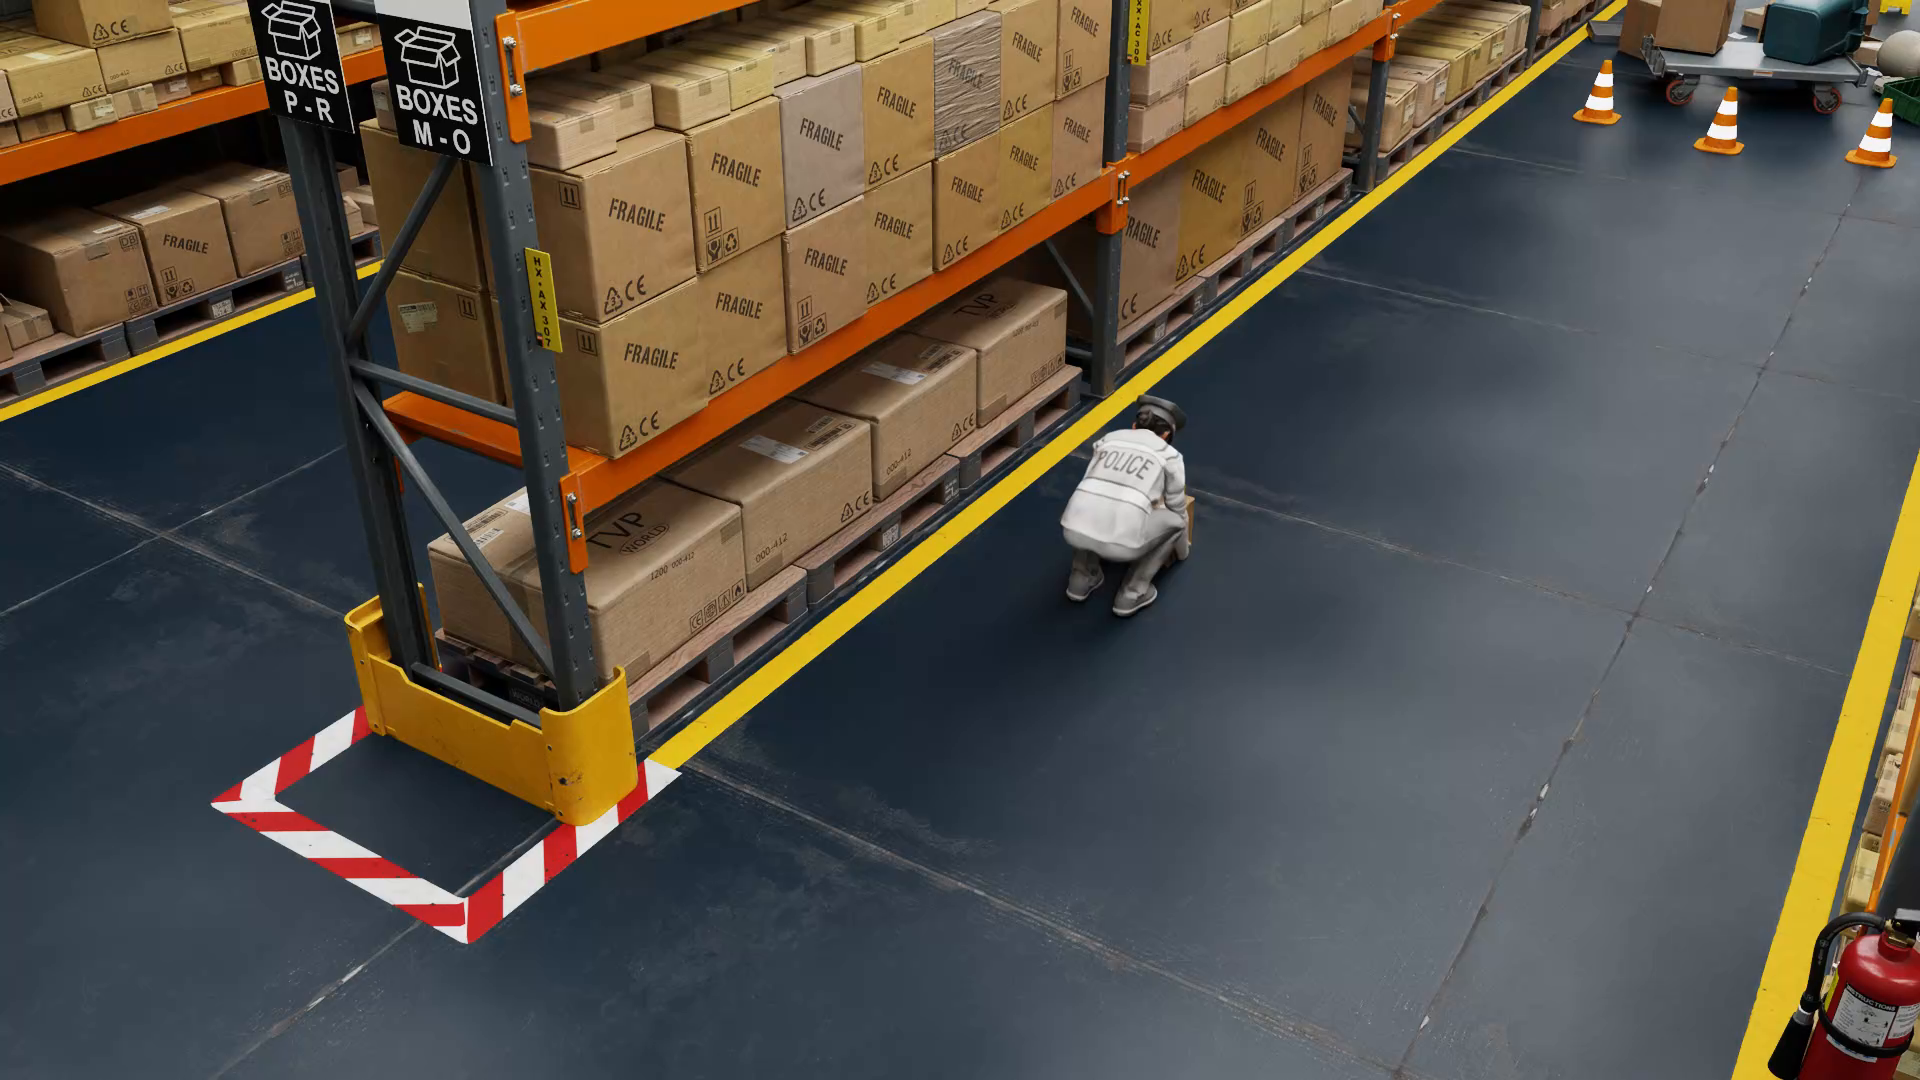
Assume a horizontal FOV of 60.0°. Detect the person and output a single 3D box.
[{"bbox_3d":[0.747,-0.134,7.289,0.468,0.834,0.894,17,35,26],"label":"person"}]
